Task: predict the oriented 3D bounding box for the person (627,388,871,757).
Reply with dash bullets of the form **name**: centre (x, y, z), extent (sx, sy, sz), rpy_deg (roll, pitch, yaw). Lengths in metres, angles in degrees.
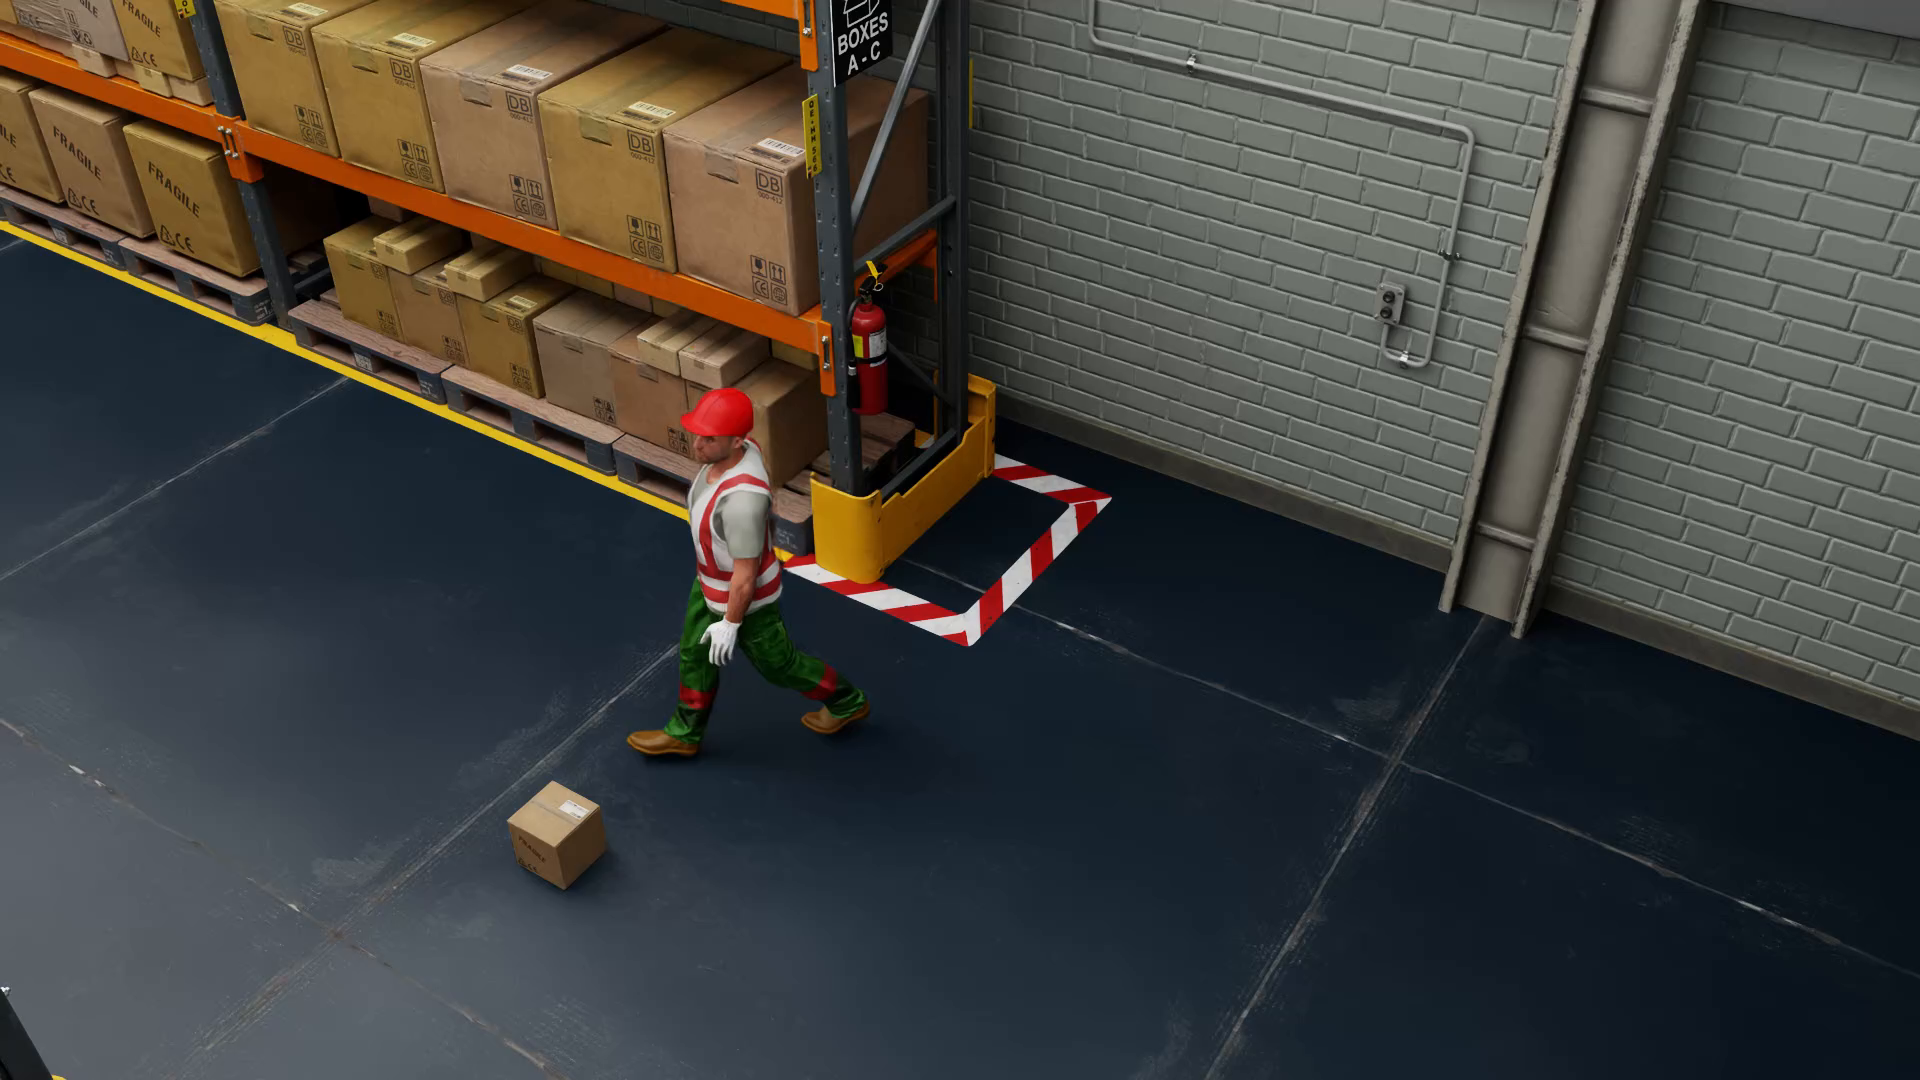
- **person**: centre (-0.867, 0.179, 6.440), extent (1.012, 1.761, 0.609), rpy_deg (-11, 39, -13)
